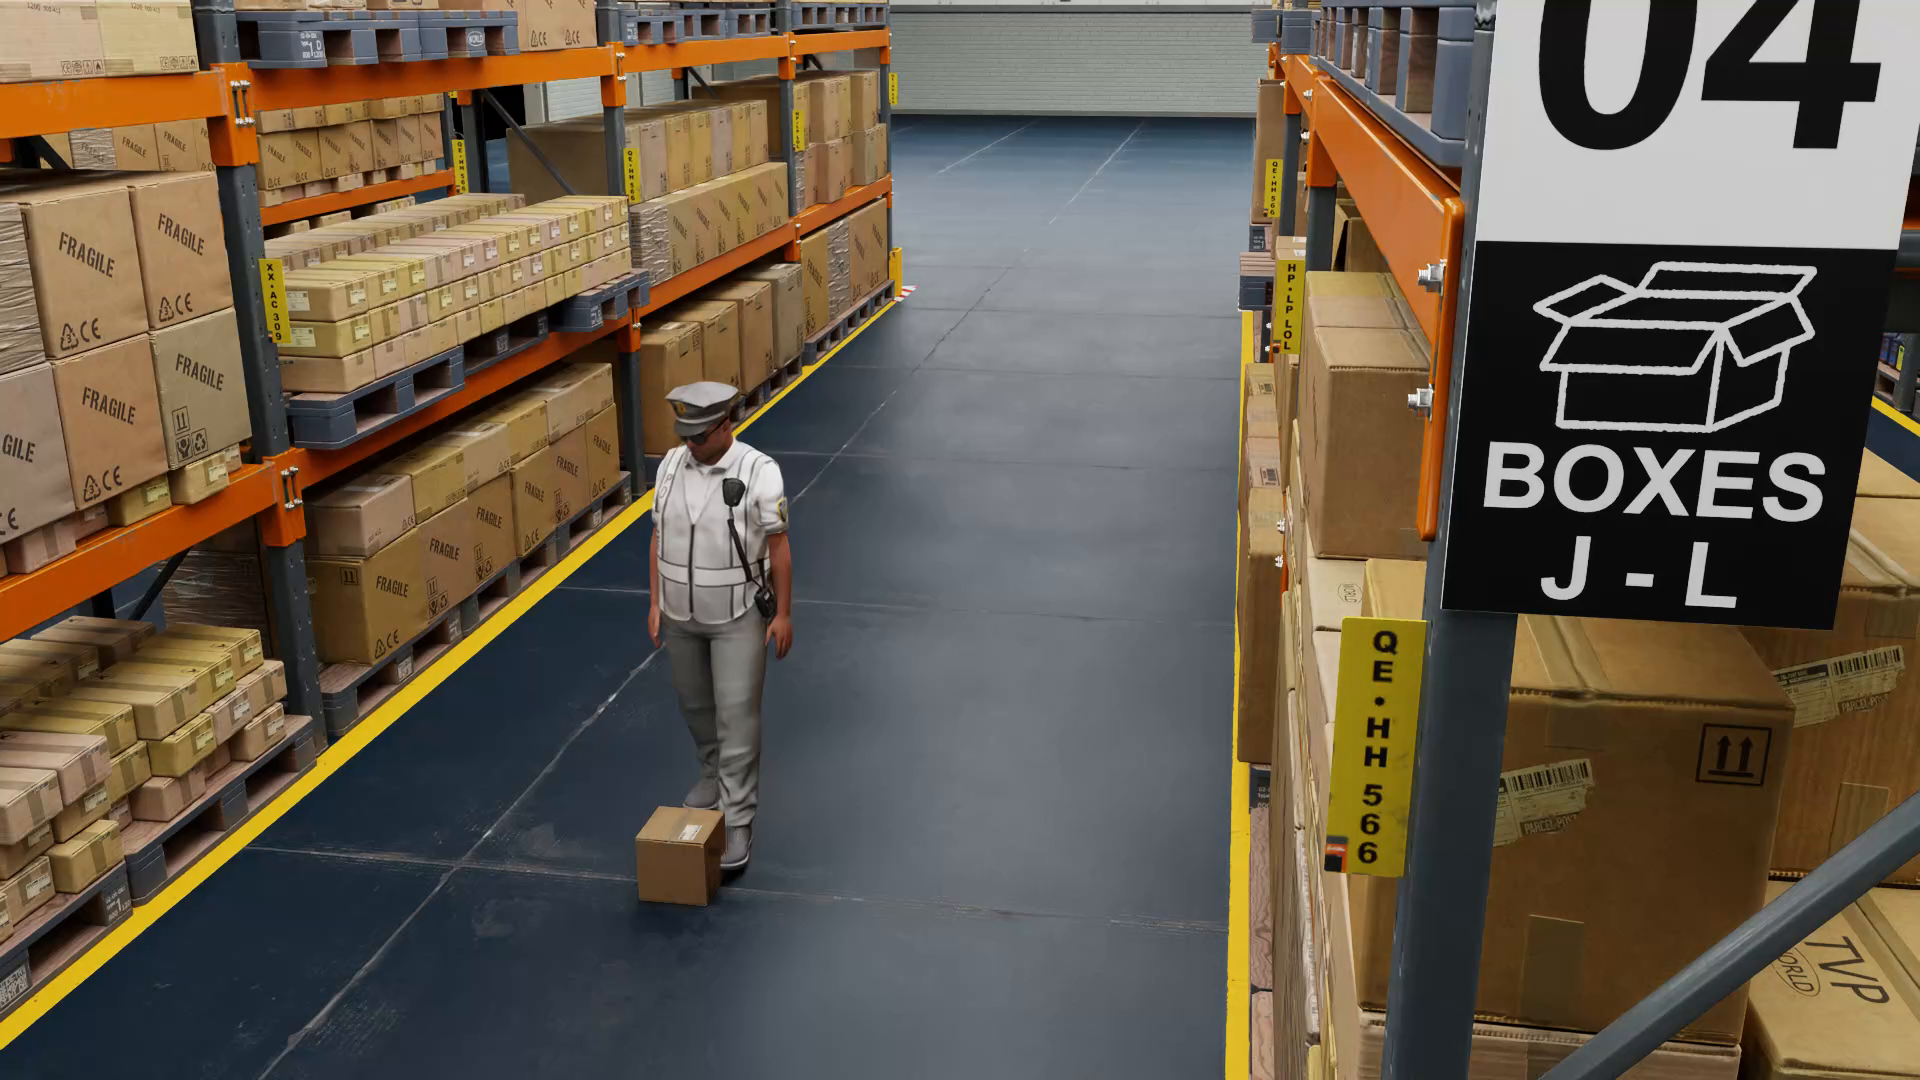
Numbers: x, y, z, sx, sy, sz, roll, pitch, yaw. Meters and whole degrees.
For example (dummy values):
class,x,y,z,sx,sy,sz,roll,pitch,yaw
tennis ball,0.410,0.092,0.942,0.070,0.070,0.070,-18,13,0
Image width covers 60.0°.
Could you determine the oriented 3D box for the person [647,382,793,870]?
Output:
class,x,y,z,sx,sy,sz,roll,pitch,yaw
person,-0.937,0.286,6.151,0.568,1.727,0.736,5,19,16
